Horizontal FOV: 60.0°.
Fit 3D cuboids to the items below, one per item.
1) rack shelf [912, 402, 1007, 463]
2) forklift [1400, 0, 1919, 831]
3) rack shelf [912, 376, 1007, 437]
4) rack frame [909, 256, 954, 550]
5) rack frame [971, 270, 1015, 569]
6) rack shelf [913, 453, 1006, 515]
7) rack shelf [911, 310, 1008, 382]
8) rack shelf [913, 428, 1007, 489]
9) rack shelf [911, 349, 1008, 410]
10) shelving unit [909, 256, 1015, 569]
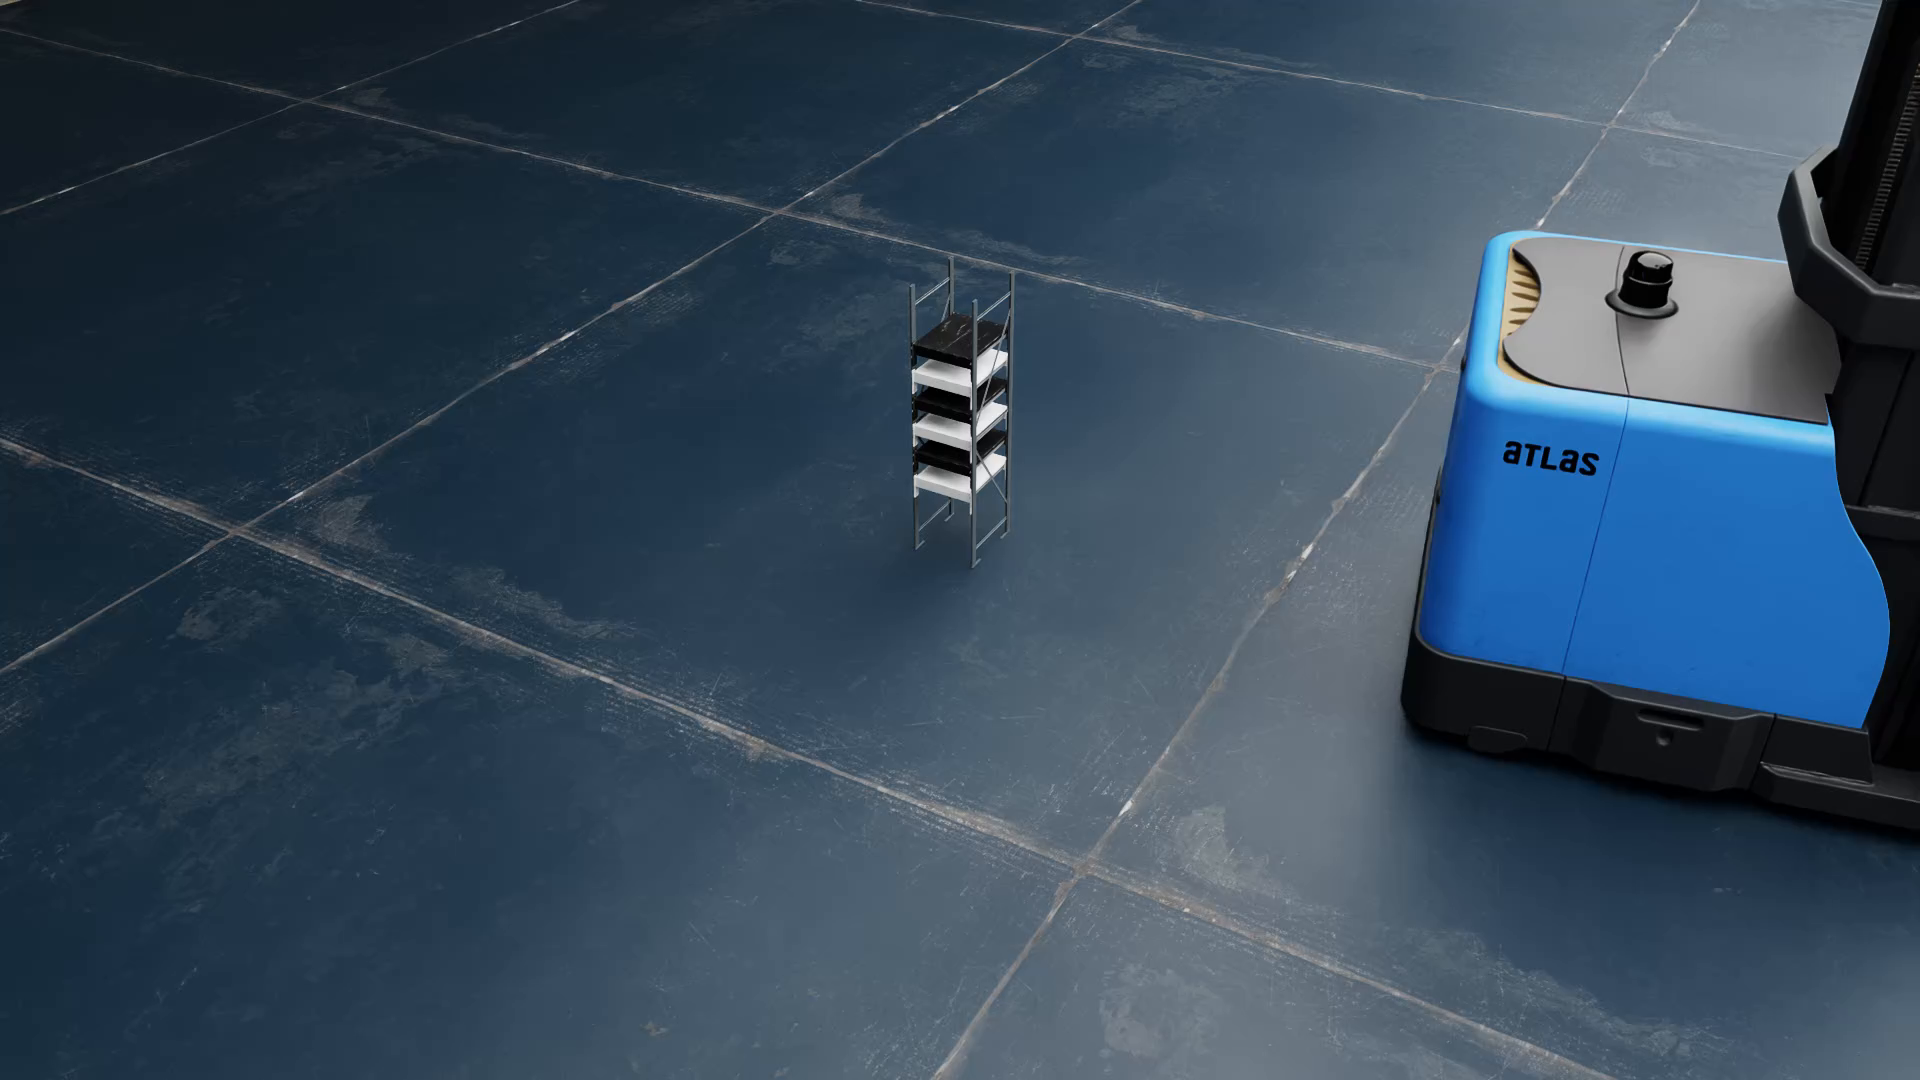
[{"bbox_3d":[0.007,-0.345,5.016,0.200,0.077,0.258,18,37,24],"label":"rack shelf"},{"bbox_3d":[2.757,-0.697,3.653,3.031,2.935,1.130,10,35,15],"label":"forklift"},{"bbox_3d":[0.007,-0.419,4.966,0.200,0.077,0.258,18,37,24],"label":"rack shelf"},{"bbox_3d":[-0.081,-0.400,5.039,0.006,0.900,0.240,18,37,24],"label":"rack frame"},{"bbox_3d":[0.095,-0.344,4.955,0.006,0.900,0.240,18,37,24],"label":"rack frame"},{"bbox_3d":[0.007,-0.195,5.115,0.200,0.077,0.258,18,37,24],"label":"rack shelf"},{"bbox_3d":[0.007,-0.569,4.866,0.200,0.077,0.258,18,37,24],"label":"rack shelf"},{"bbox_3d":[0.007,-0.270,5.066,0.200,0.077,0.258,18,37,24],"label":"rack shelf"},{"bbox_3d":[0.007,-0.494,4.916,0.200,0.077,0.258,18,37,24],"label":"rack shelf"},{"bbox_3d":[0.007,-0.372,4.997,0.210,0.900,0.258,18,37,24],"label":"shelving unit"}]
